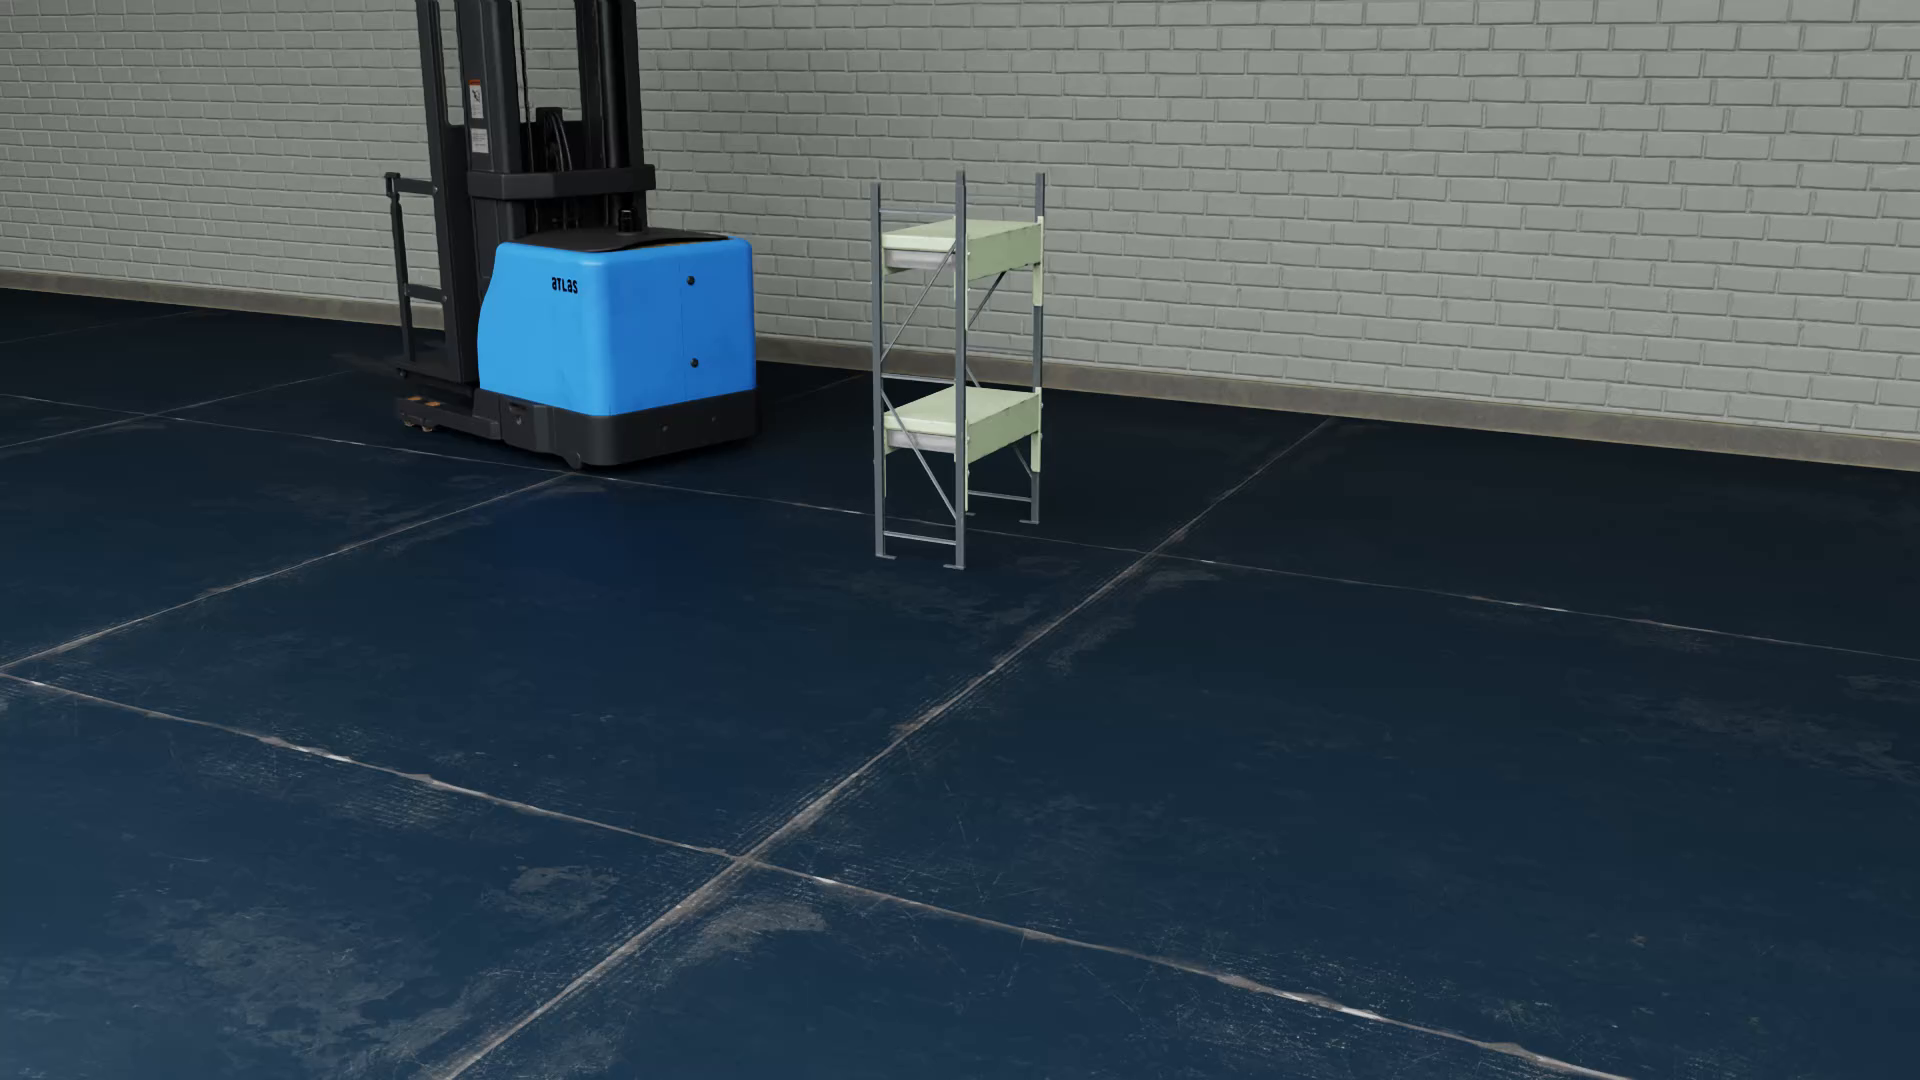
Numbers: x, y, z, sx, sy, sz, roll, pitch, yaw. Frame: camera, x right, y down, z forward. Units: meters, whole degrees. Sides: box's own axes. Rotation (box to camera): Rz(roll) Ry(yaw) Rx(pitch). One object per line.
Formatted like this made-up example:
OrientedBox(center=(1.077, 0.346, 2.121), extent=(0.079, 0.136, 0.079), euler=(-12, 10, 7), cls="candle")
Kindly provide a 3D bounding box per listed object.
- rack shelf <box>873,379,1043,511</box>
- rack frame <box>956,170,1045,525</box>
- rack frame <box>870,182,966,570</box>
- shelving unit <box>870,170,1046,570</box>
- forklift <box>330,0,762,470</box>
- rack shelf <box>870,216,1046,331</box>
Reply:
OrientedBox(center=(0.003, -0.408, 6.909), extent=(0.431, 0.370, 0.720), euler=(8, 18, 25), cls="rack shelf")
OrientedBox(center=(0.167, -0.814, 7.130), extent=(0.400, 1.500, 0.023), euler=(8, 18, 25), cls="rack frame")
OrientedBox(center=(-0.161, -0.627, 6.503), extent=(0.400, 1.500, 0.023), euler=(8, 18, 25), cls="rack frame")
OrientedBox(center=(0.003, -0.721, 6.817), extent=(0.431, 1.500, 0.755), euler=(8, 18, 25), cls="shelving unit")
OrientedBox(center=(-2.452, -2.081, 8.884), extent=(3.031, 2.935, 1.130), euler=(15, 22, 41), cls="forklift")
OrientedBox(center=(0.003, -1.095, 6.705), extent=(0.431, 0.370, 0.720), euler=(8, 18, 25), cls="rack shelf")
